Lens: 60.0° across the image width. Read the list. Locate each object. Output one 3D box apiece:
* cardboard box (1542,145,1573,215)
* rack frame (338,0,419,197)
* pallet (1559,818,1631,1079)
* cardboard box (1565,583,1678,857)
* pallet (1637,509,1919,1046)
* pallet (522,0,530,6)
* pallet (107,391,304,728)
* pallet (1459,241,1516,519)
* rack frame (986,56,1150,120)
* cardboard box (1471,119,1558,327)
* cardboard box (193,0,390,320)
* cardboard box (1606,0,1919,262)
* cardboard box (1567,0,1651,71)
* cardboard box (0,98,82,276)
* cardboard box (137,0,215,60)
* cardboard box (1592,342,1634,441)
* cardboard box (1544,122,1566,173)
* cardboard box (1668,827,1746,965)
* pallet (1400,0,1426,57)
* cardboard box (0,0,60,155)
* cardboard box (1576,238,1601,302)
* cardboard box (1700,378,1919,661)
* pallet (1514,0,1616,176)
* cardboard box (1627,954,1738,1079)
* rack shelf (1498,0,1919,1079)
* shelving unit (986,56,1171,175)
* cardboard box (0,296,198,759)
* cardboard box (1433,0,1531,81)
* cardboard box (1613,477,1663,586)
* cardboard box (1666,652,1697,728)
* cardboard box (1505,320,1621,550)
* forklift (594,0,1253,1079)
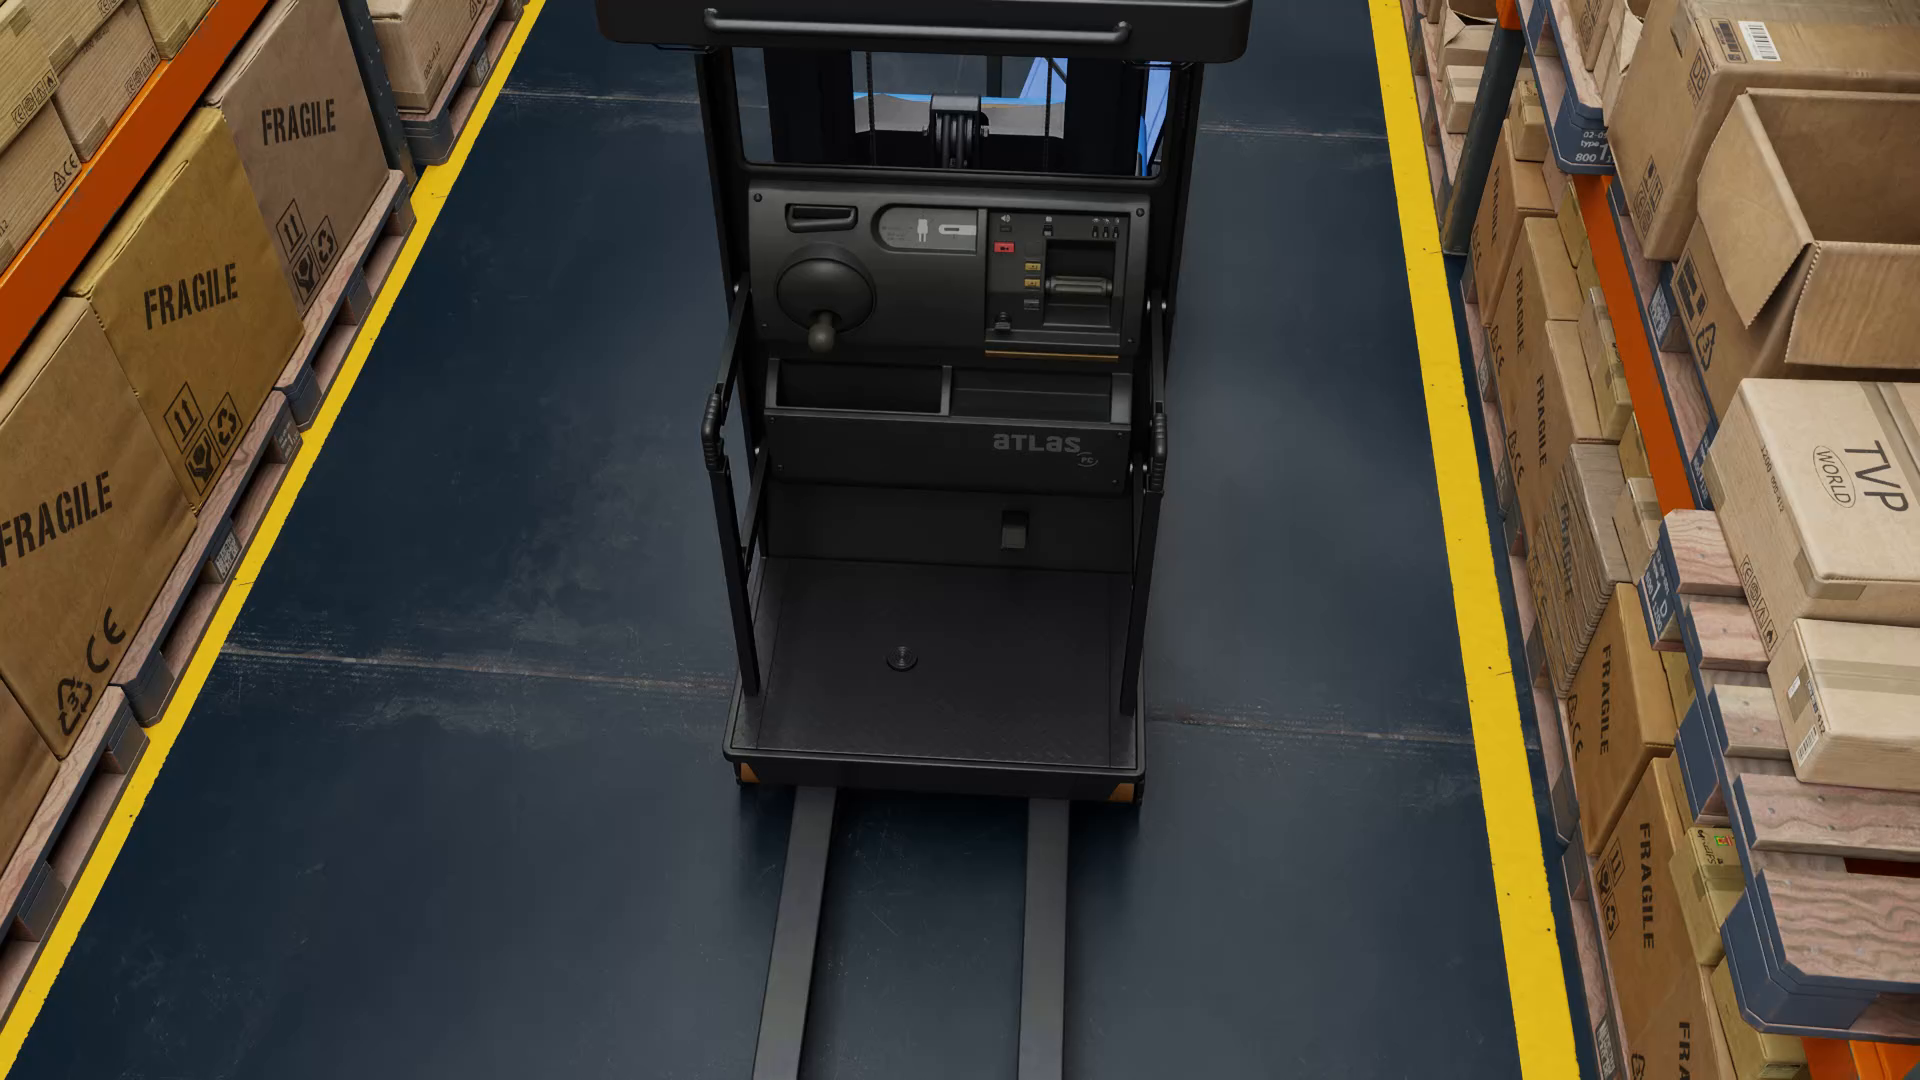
[{"bbox_3d":[2.064,-1.149,5.237,0.380,0.149,0.250,3,48,2],"label":"cardboard box"},{"bbox_3d":[-2.634,-2.417,5.428,1.000,3.000,0.127,4,48,4],"label":"rack frame"},{"bbox_3d":[2.051,1.248,3.965,1.003,0.211,1.213,4,48,4],"label":"pallet"},{"bbox_3d":[1.871,0.478,4.189,0.500,0.500,0.500,6,48,5],"label":"cardboard box"},{"bbox_3d":[1.937,0.415,2.967,1.213,0.211,1.003,4,48,4],"label":"pallet"},{"bbox_3d":[-2.378,-2.928,7.785,1.003,0.211,1.213,4,48,4],"label":"pallet"},{"bbox_3d":[-2.738,-0.005,5.111,1.003,0.211,1.213,4,48,4],"label":"pallet"},{"bbox_3d":[2.273,-0.545,5.605,1.003,0.211,1.213,4,48,4],"label":"pallet"},{"bbox_3d":[0.329,-1.211,5.341,0.500,1.500,0.032,11,48,9],"label":"rack frame"},{"bbox_3d":[2.041,-1.044,5.581,0.500,0.500,0.500,6,48,5],"label":"cardboard box"},{"bbox_3d":[-2.611,-1.381,5.635,0.875,0.875,0.875,5,48,5],"label":"cardboard box"},{"bbox_3d":[1.924,-0.964,3.746,0.700,0.500,0.500,4,48,3],"label":"cardboard box"},{"bbox_3d":[1.995,-1.540,4.274,0.700,0.500,0.500,4,48,4],"label":"cardboard box"},{"bbox_3d":[-2.579,-0.896,4.139,0.500,0.250,0.500,4,48,4],"label":"cardboard box"},{"bbox_3d":[-2.471,-1.646,4.824,0.500,0.250,0.500,3,48,3],"label":"cardboard box"},{"bbox_3d":[1.955,-0.394,4.547,0.380,0.149,0.250,5,48,5],"label":"cardboard box"},{"bbox_3d":[2.036,-1.263,5.141,0.380,0.149,0.250,2,48,2],"label":"cardboard box"},{"bbox_3d":[1.732,0.754,3.498,0.380,0.149,0.250,2,48,2],"label":"cardboard box"},{"bbox_3d":[2.482,-2.548,7.438,1.003,0.211,1.213,4,48,4],"label":"pallet"},{"bbox_3d":[-2.541,-1.068,3.957,0.500,0.250,0.500,5,48,4],"label":"cardboard box"},{"bbox_3d":[2.040,-0.757,4.879,0.380,0.149,0.250,3,48,3],"label":"cardboard box"},{"bbox_3d":[1.719,-0.035,3.066,0.500,0.250,0.500,2,48,2],"label":"cardboard box"},{"bbox_3d":[2.128,-1.441,4.666,1.003,0.211,1.213,4,48,4],"label":"pallet"},{"bbox_3d":[1.769,1.230,3.502,0.500,0.500,0.500,5,48,5],"label":"cardboard box"},{"bbox_3d":[2.127,-0.373,4.046,1.077,0.370,4.000,4,48,4],"label":"rack shelf"},{"bbox_3d":[0.453,-1.575,5.674,0.538,1.500,1.048,11,48,9],"label":"shelving unit"},{"bbox_3d":[-2.767,-0.059,4.427,0.875,0.875,0.875,4,48,4],"label":"cardboard box"},{"bbox_3d":[2.100,-1.996,6.611,0.396,0.266,0.258,5,48,5],"label":"cardboard box"},{"bbox_3d":[1.887,-0.016,4.202,0.380,0.149,0.250,2,48,2],"label":"cardboard box"},{"bbox_3d":[1.869,0.372,3.847,0.380,0.149,0.250,5,48,5],"label":"cardboard box"},{"bbox_3d":[1.953,-0.285,4.888,0.500,0.500,0.500,3,48,2],"label":"cardboard box"},{"bbox_3d":[-0.040,-0.525,3.744,1.130,2.935,3.031,3,48,2],"label":"forklift"}]
